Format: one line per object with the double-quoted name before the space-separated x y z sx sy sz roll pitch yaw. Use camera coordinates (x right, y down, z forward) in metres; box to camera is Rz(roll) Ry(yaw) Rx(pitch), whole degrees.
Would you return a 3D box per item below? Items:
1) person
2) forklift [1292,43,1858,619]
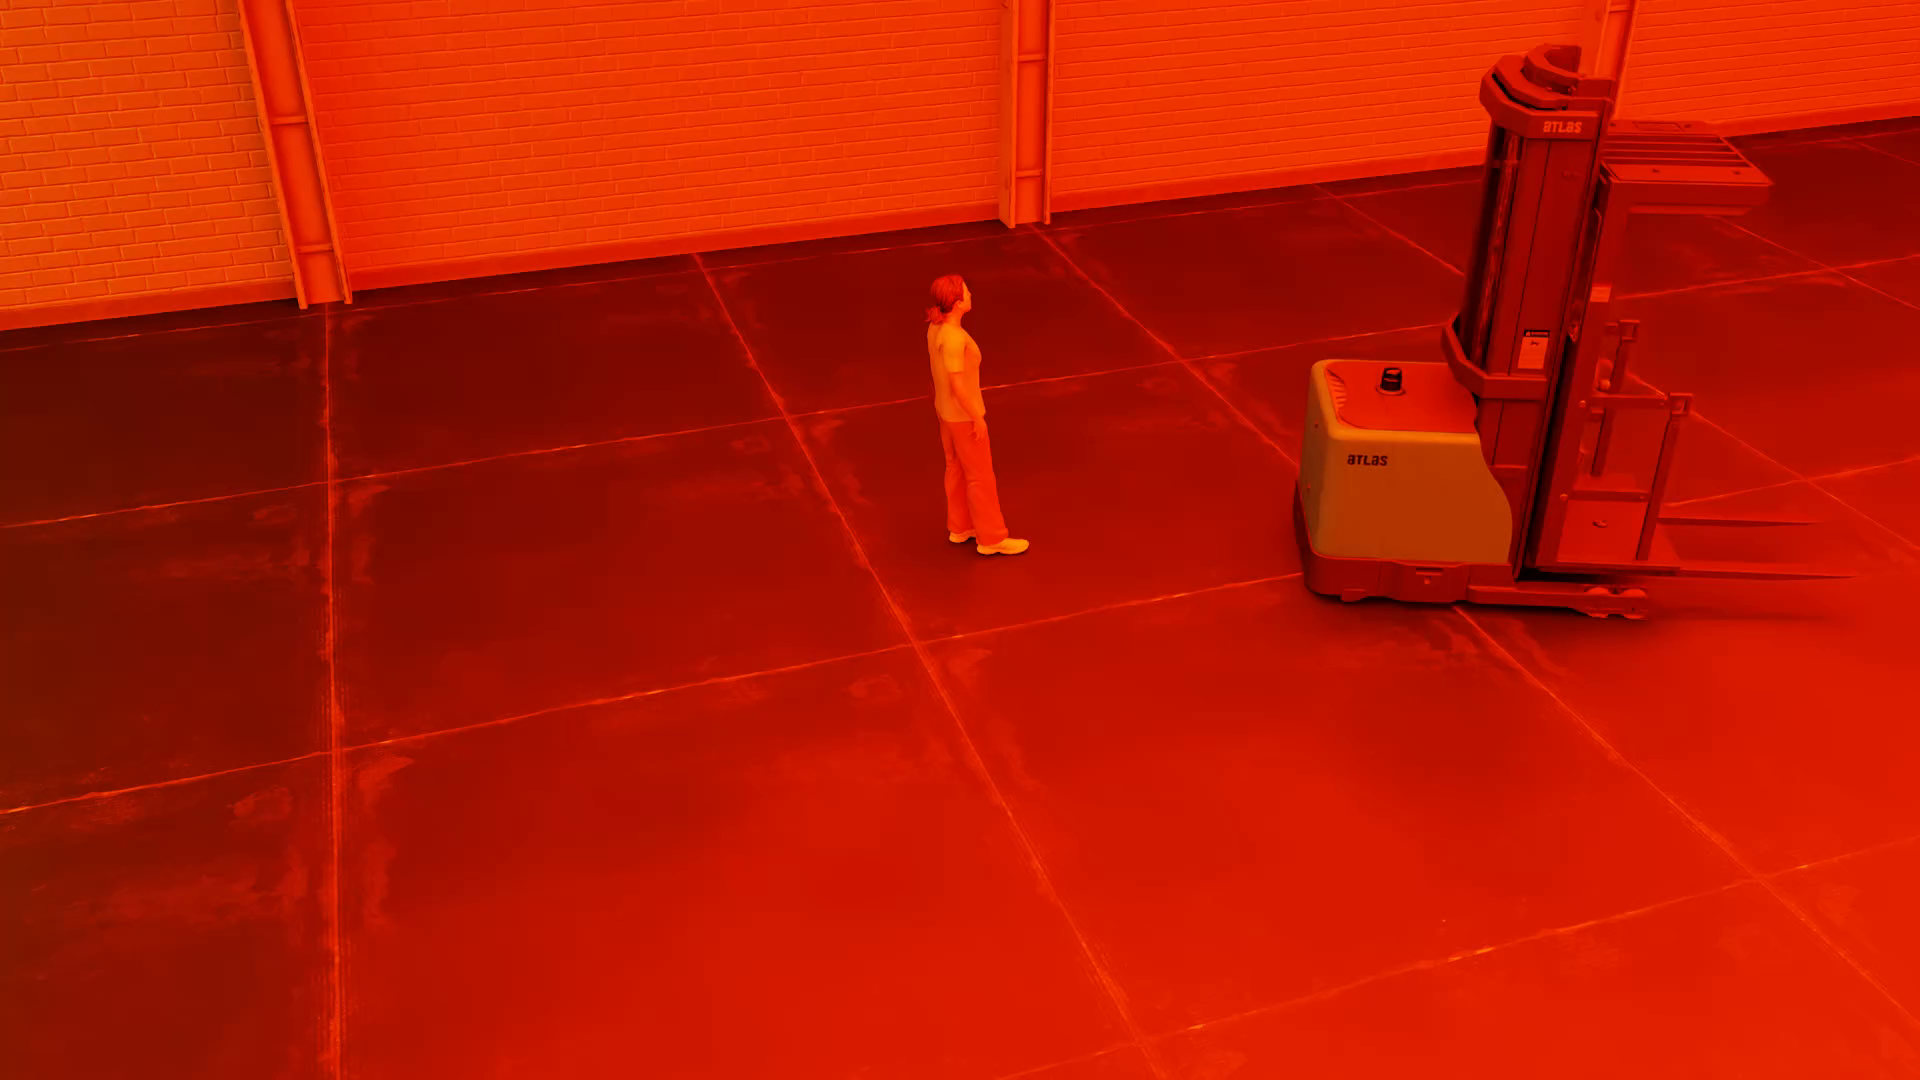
"person" 0.073 -0.739 9.615 0.549 1.675 0.553 -10 31 -16
"forklift" 3.510 -1.106 9.010 3.031 2.935 1.130 2 30 4
